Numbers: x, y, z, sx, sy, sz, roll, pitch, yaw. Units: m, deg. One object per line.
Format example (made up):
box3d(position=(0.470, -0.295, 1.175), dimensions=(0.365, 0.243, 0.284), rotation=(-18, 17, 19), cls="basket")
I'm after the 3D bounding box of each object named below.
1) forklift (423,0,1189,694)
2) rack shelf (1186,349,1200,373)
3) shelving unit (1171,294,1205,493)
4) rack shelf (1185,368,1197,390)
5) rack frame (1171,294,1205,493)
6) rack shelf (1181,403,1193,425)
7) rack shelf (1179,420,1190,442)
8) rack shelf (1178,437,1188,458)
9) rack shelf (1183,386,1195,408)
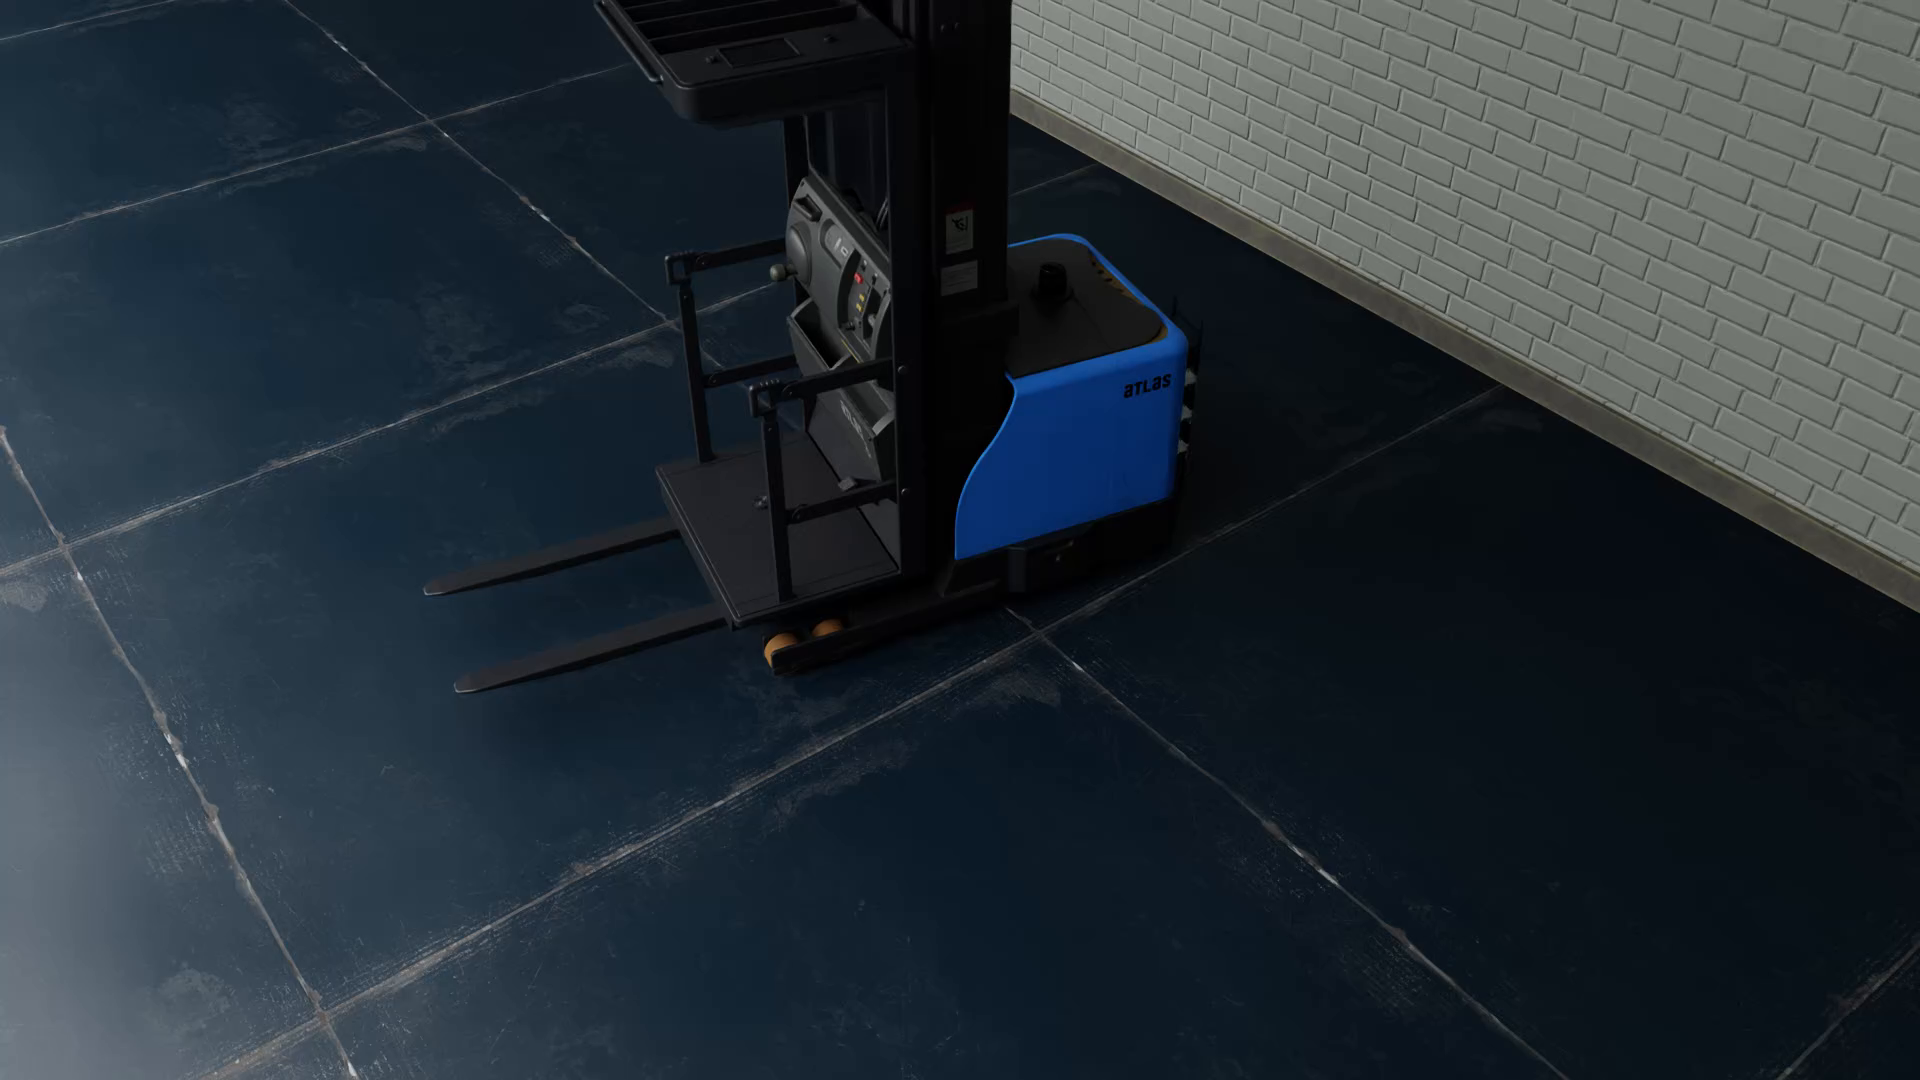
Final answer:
box3d(position=(-0.641, -0.983, 6.138), dimensions=(3.031, 2.935, 1.130), rotation=(-16, 42, -19), cls="forklift")
box3d(position=(0.872, -0.790, 7.127), dimensions=(0.200, 0.077, 0.258), rotation=(-16, 42, -20), cls="rack shelf")
box3d(position=(0.867, -0.605, 7.275), dimensions=(0.210, 0.900, 0.258), rotation=(-16, 42, -20), cls="shelving unit")
box3d(position=(0.870, -0.720, 7.183), dimensions=(0.200, 0.077, 0.258), rotation=(-16, 42, -20), cls="rack shelf")
box3d(position=(0.959, -0.631, 7.310), dimensions=(0.006, 0.900, 0.240), rotation=(-16, 42, -20), cls="rack frame")
box3d(position=(0.867, -0.579, 7.296), dimensions=(0.200, 0.077, 0.258), rotation=(-16, 42, -20), cls="rack shelf")
box3d(position=(0.865, -0.509, 7.352), dimensions=(0.200, 0.077, 0.258), rotation=(-16, 42, -20), cls="rack shelf")
box3d(position=(0.863, -0.439, 7.408), dimensions=(0.200, 0.077, 0.258), rotation=(-16, 42, -20), cls="rack shelf")
box3d(position=(0.869, -0.650, 7.239), dimensions=(0.200, 0.077, 0.258), rotation=(-16, 42, -20), cls="rack shelf")
